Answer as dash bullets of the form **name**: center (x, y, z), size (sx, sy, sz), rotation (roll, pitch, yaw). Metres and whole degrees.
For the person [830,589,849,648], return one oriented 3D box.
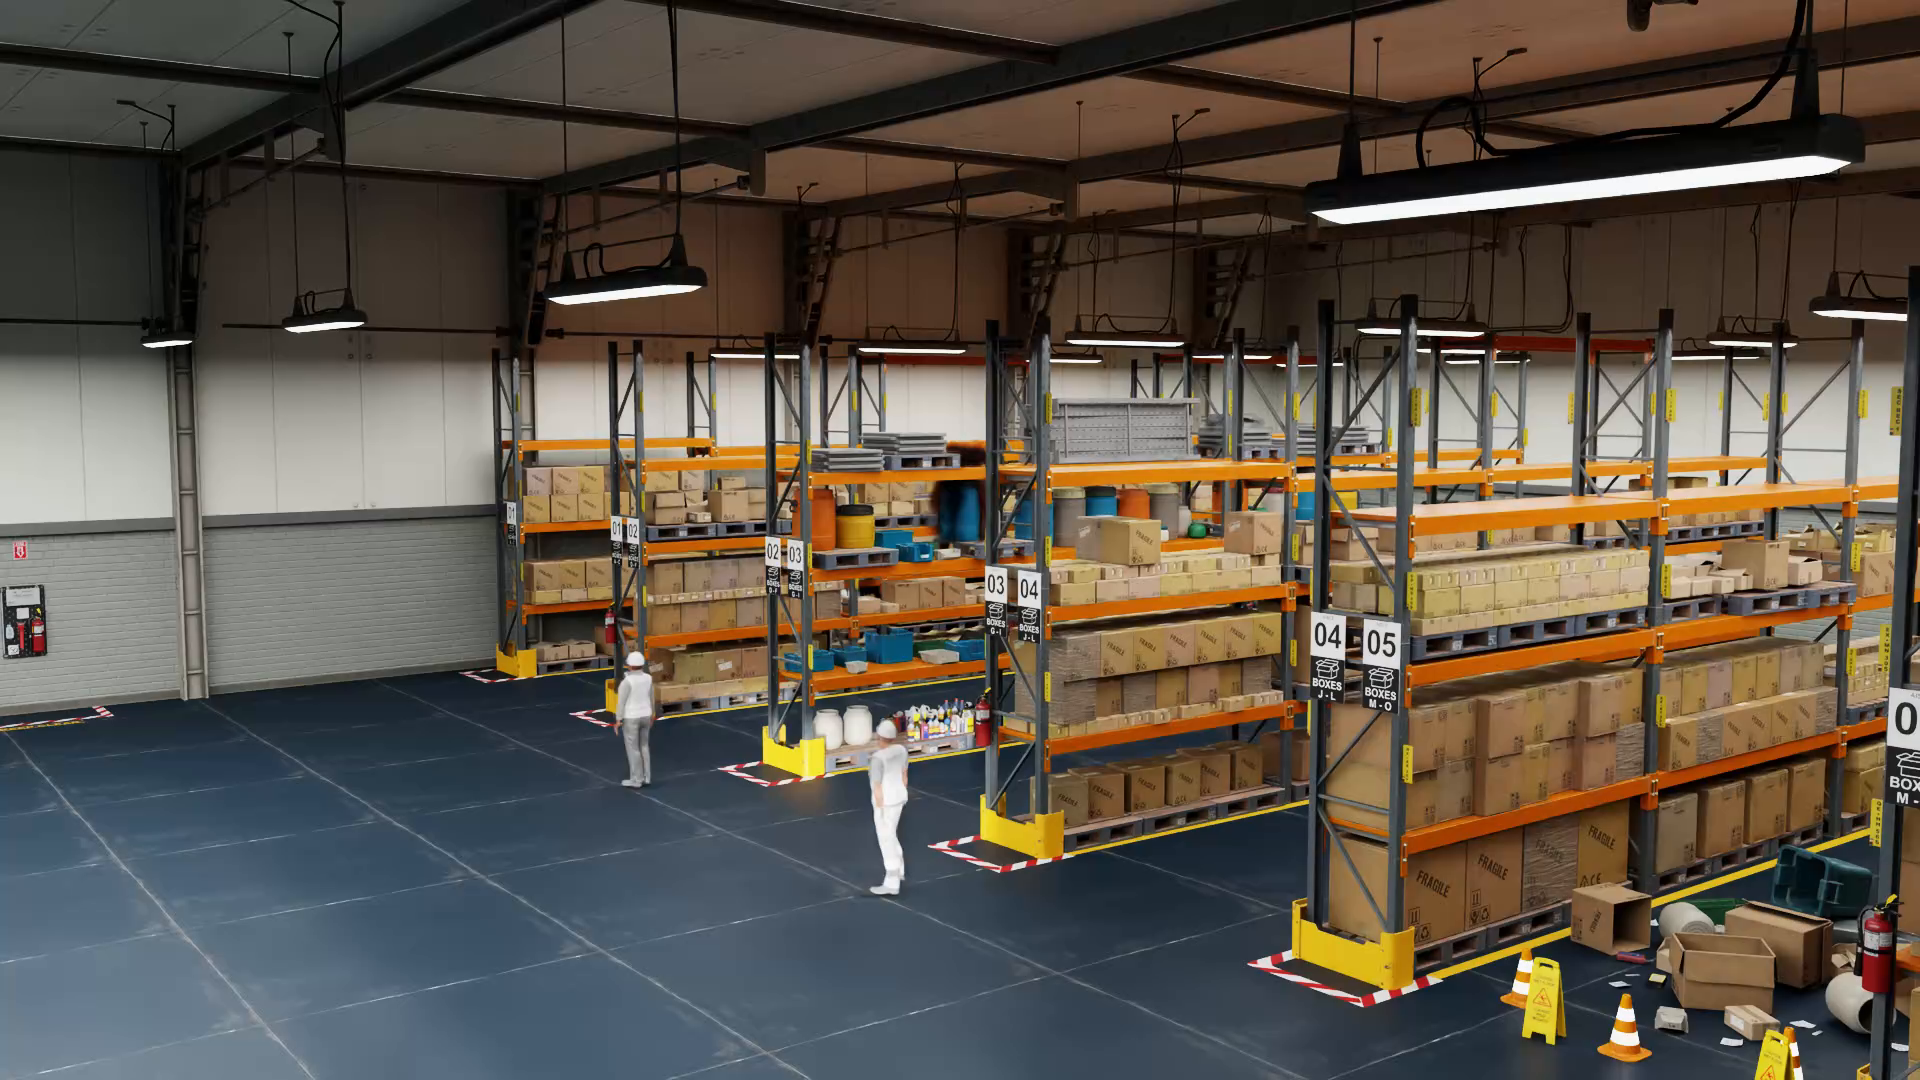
- **person**: center (-2.382, 1.509, 31.733), size (0.856, 1.722, 0.510), rotation (-4, 7, -40)

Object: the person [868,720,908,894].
- **person**: center (-0.726, 2.746, 17.263), size (0.367, 1.805, 0.698), rotation (2, 6, 25)

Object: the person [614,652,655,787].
- **person**: center (-4.279, 2.369, 21.907), size (0.404, 1.812, 0.649), rotation (4, 6, 35)
